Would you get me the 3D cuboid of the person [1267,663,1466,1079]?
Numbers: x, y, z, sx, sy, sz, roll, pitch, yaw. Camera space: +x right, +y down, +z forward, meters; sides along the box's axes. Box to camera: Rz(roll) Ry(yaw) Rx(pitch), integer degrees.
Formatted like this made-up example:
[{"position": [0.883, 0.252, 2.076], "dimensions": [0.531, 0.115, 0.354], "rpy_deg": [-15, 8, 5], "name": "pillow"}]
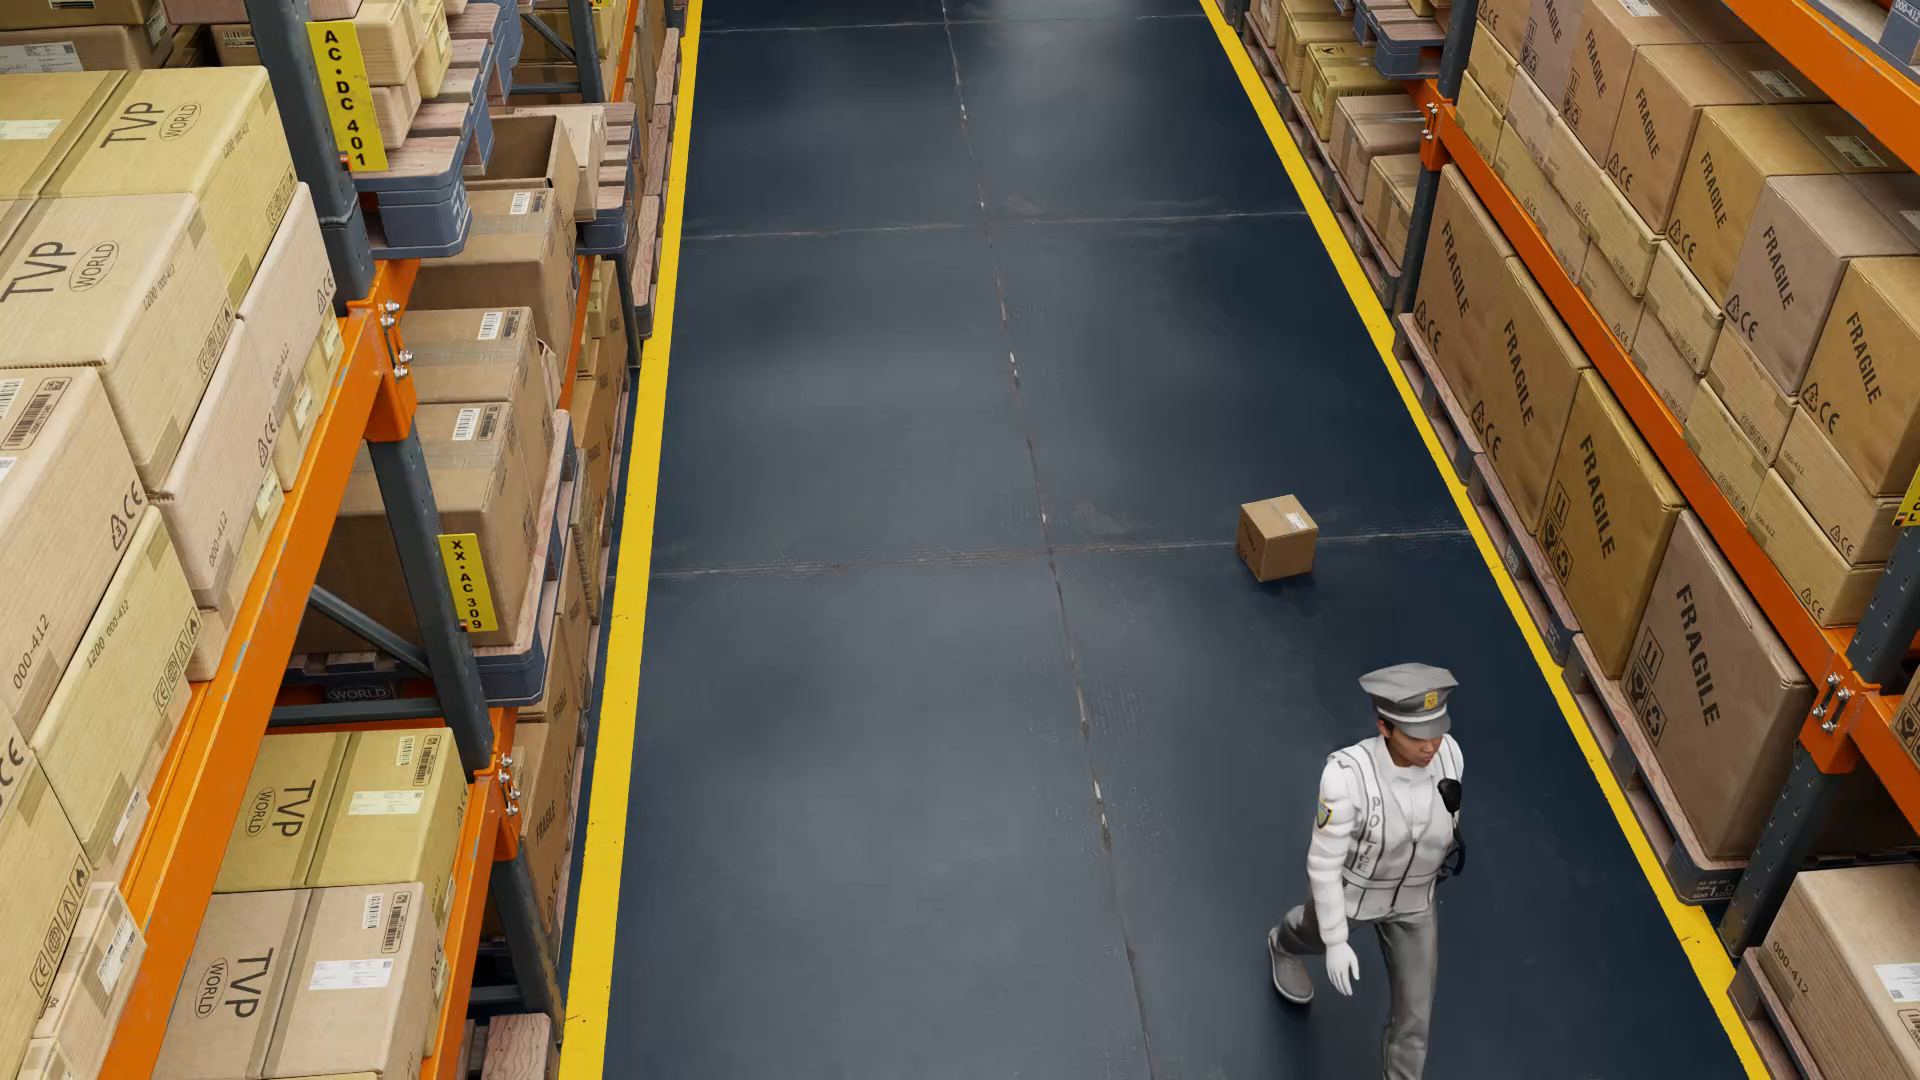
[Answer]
[{"position": [1.220, 1.048, 4.841], "dimensions": [0.482, 1.632, 0.979], "rpy_deg": [-6, 40, -7], "name": "person"}]
